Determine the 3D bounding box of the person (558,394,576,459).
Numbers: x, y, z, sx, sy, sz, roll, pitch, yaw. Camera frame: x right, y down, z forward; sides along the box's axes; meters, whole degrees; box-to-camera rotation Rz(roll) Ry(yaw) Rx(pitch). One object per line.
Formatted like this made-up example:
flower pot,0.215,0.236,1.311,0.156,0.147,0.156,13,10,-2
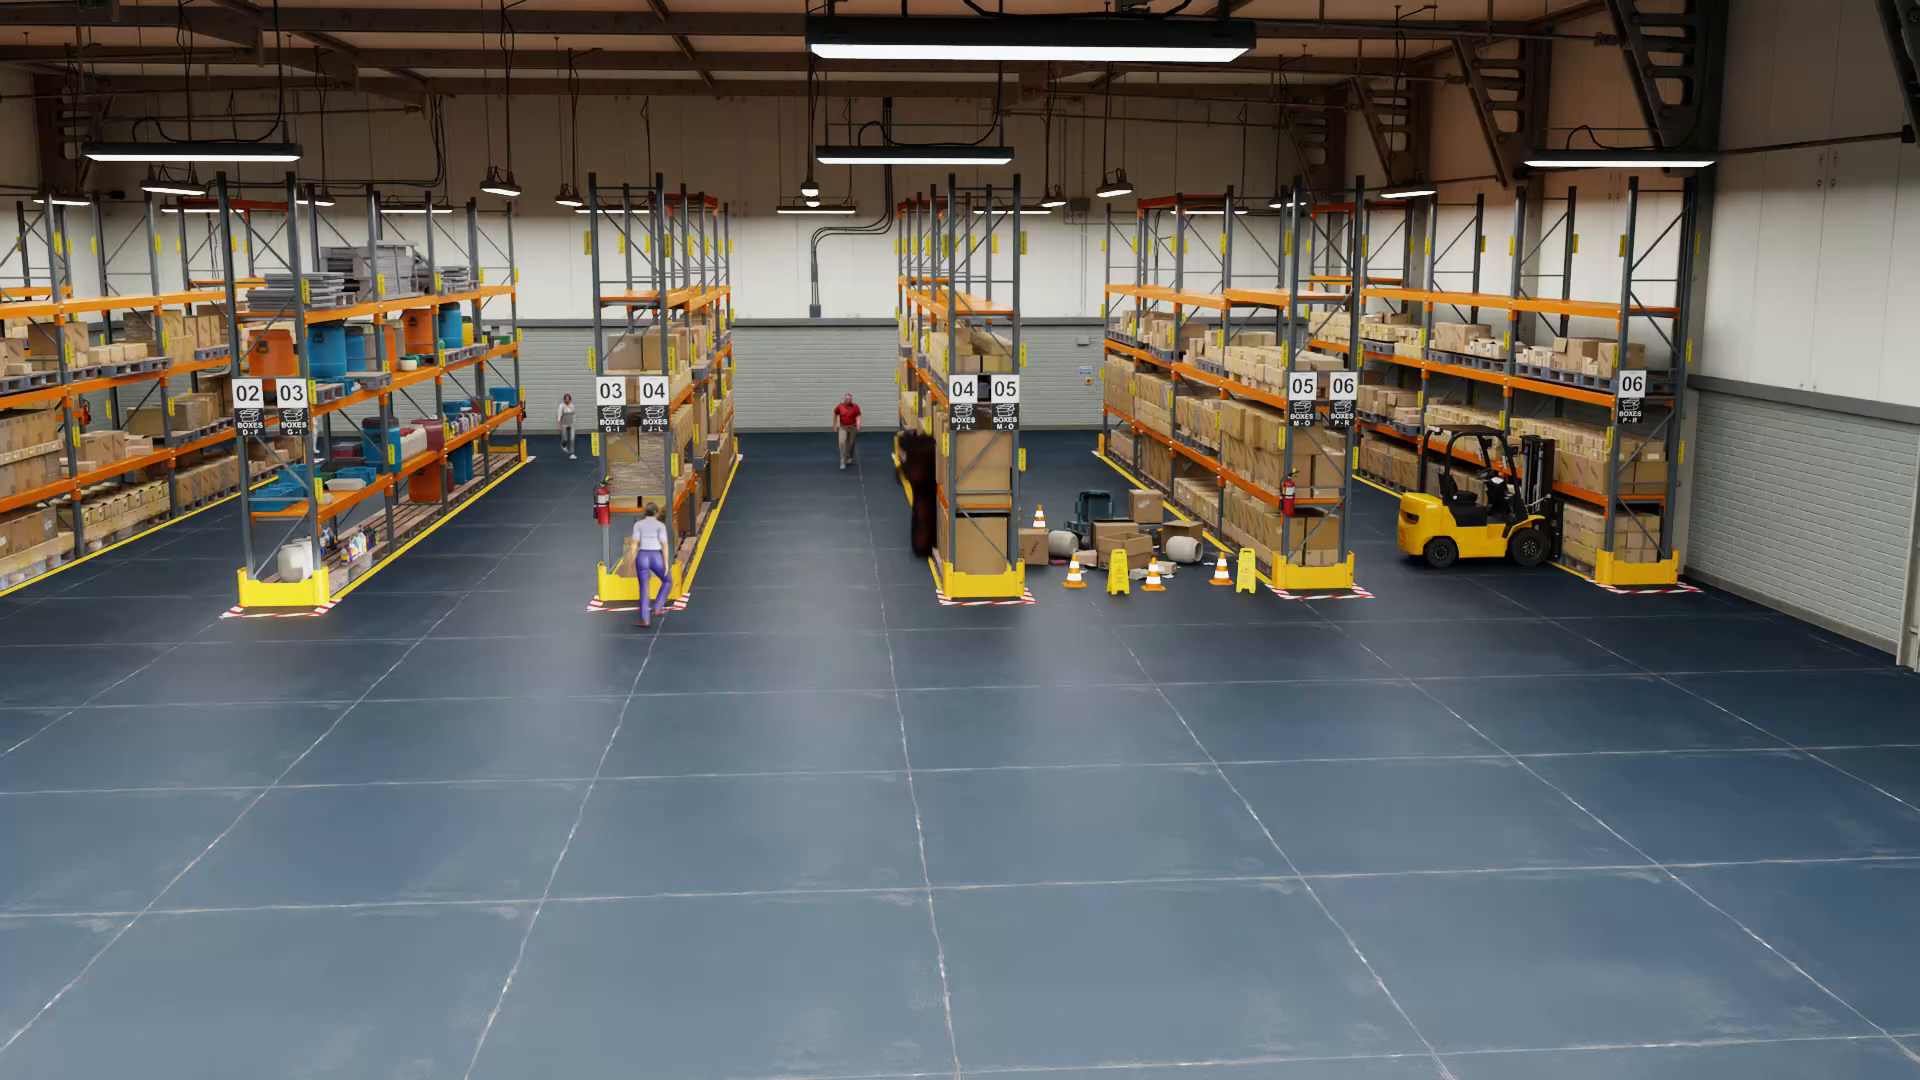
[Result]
person,-9.357,-2.712,39.502,0.452,1.556,0.603,-6,12,-31

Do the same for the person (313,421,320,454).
person,-15.955,-2.984,40.481,0.854,1.742,0.565,7,12,34

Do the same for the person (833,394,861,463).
person,-2.591,-2.587,38.246,0.650,1.590,0.840,0,10,-2

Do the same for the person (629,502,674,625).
person,-4.138,0.401,22.190,0.564,1.448,0.488,1,10,5
